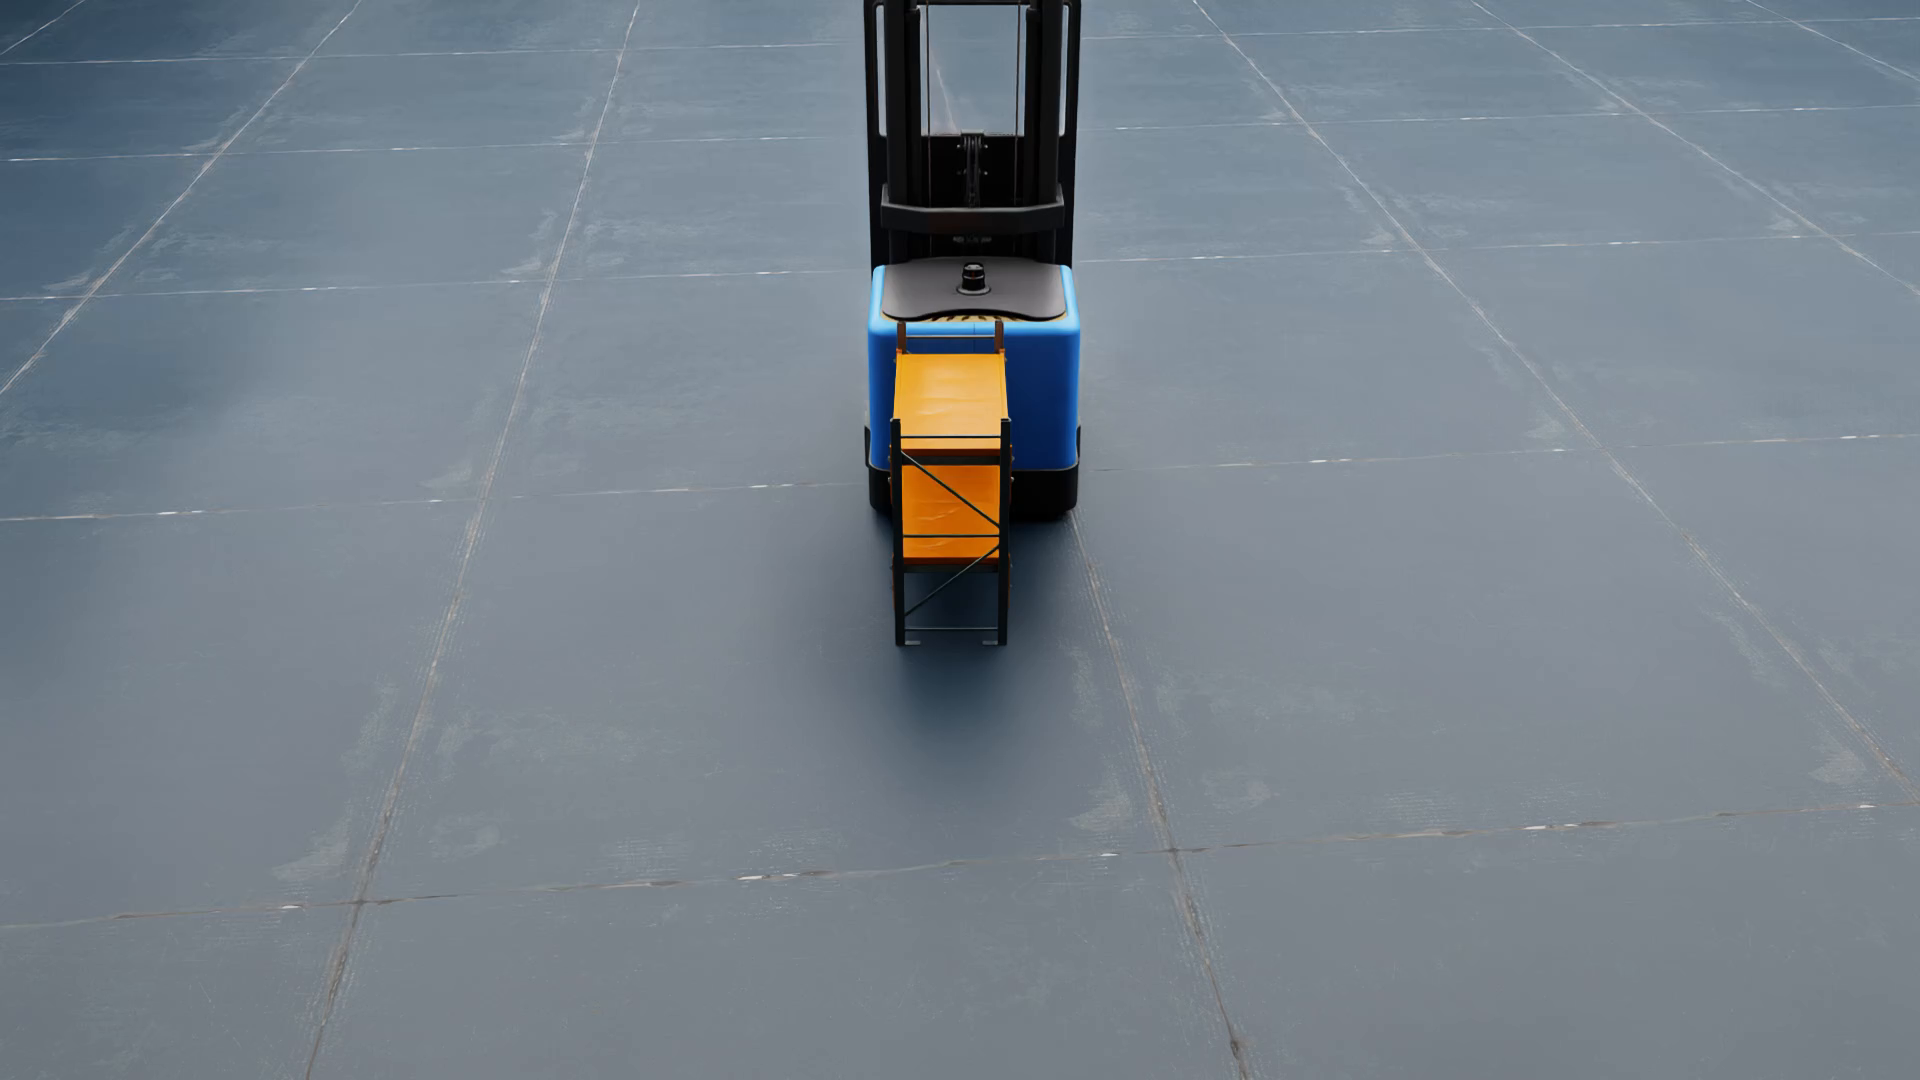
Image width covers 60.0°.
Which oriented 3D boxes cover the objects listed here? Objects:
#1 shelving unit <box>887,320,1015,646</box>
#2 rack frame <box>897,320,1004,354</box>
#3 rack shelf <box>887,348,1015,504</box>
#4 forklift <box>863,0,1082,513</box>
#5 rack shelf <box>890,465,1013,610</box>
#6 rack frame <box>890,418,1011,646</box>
[{"bbox_3d":[-0.042,-0.276,7.615,0.538,1.125,1.048,0,31,0],"label":"shelving unit"},{"bbox_3d":[-0.045,-0.537,8.052,0.500,1.125,0.032,0,31,0],"label":"rack frame"},{"bbox_3d":[-0.042,-0.527,7.465,0.538,0.278,1.000,0,31,0],"label":"rack shelf"},{"bbox_3d":[0.060,-2.111,8.926,1.130,2.935,3.031,0,31,0],"label":"forklift"},{"bbox_3d":[-0.042,-0.066,7.741,0.538,0.278,1.000,0,31,0],"label":"rack shelf"},{"bbox_3d":[-0.039,-0.015,7.179,0.500,1.125,0.032,0,31,0],"label":"rack frame"}]
